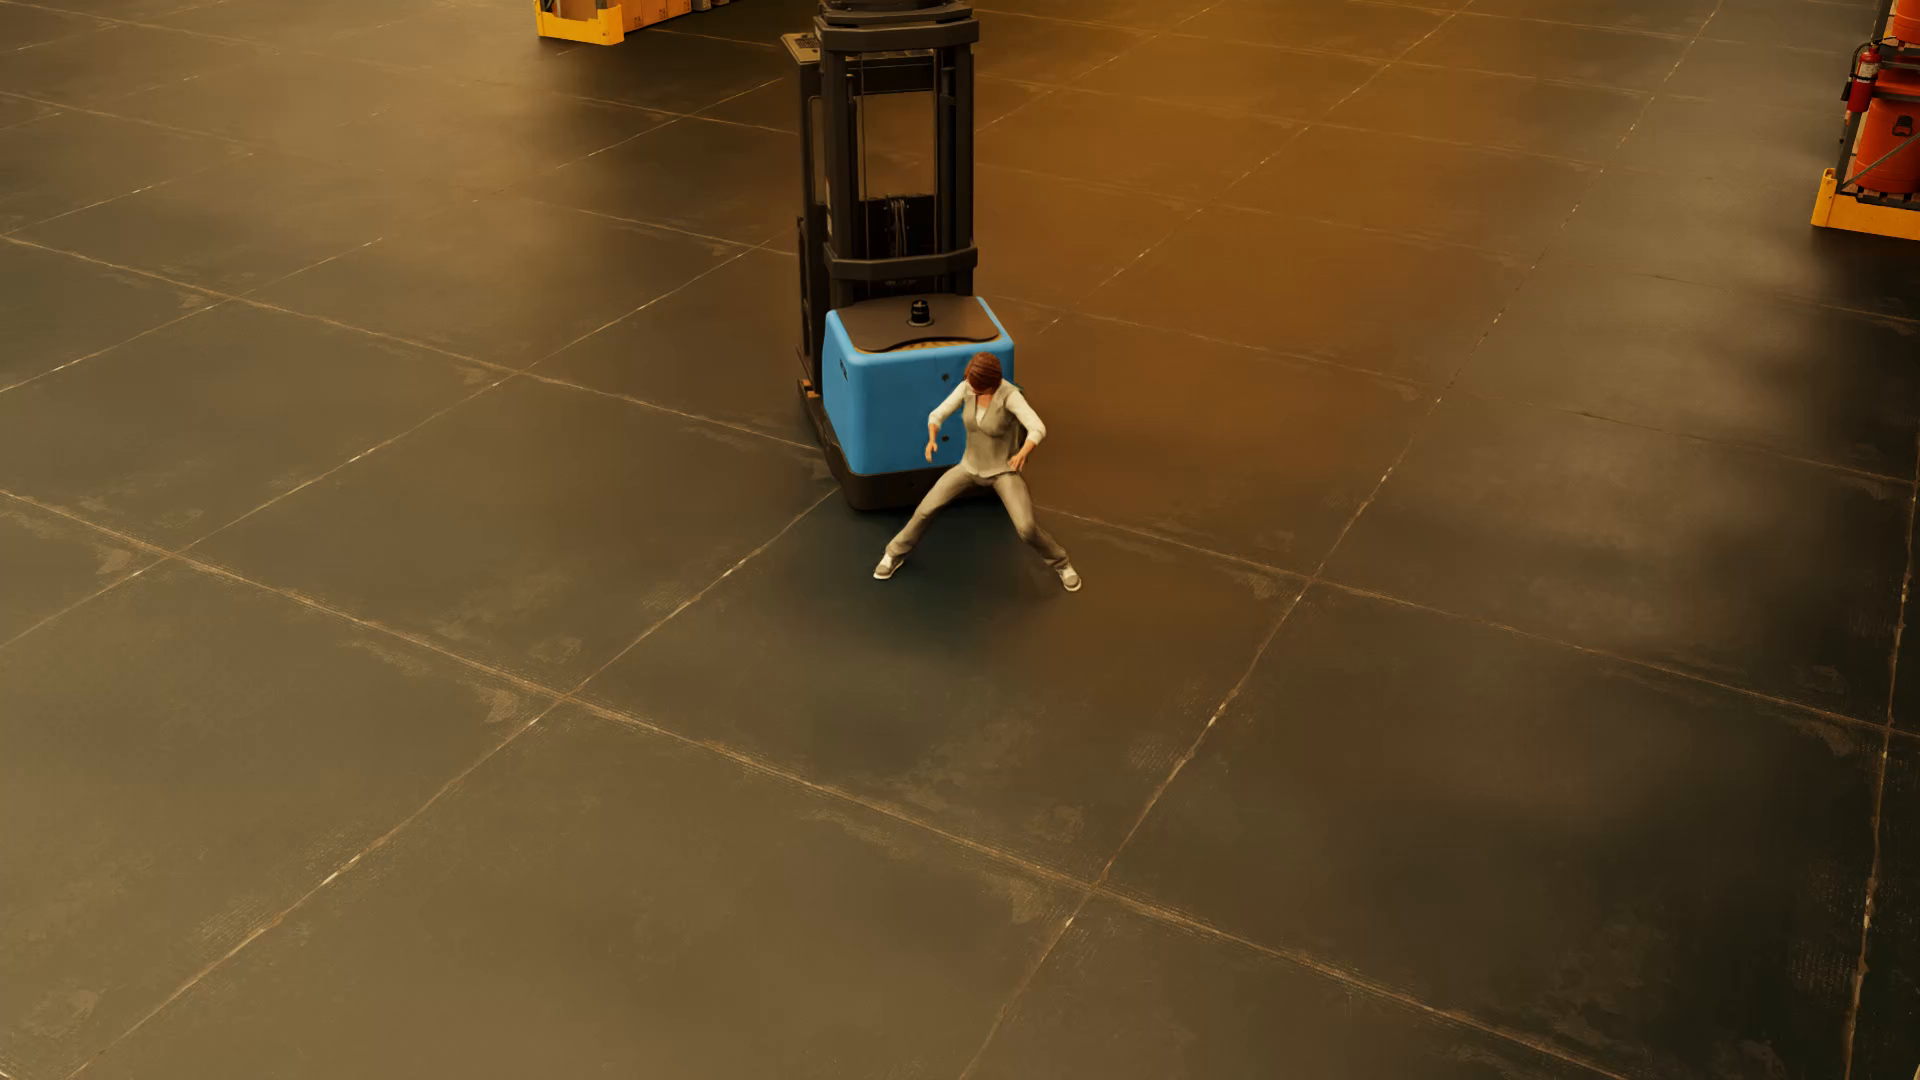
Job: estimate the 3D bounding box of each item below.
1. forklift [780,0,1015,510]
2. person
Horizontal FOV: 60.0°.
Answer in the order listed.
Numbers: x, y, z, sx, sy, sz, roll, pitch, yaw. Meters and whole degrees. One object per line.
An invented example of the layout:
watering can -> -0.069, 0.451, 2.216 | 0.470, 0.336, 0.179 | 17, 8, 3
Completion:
forklift -> -0.514, -2.175, 10.840 | 1.130, 2.935, 3.031 | -7, 31, -12
person -> 0.113, -0.364, 9.235 | 1.126, 1.396, 0.648 | 18, 34, 28
